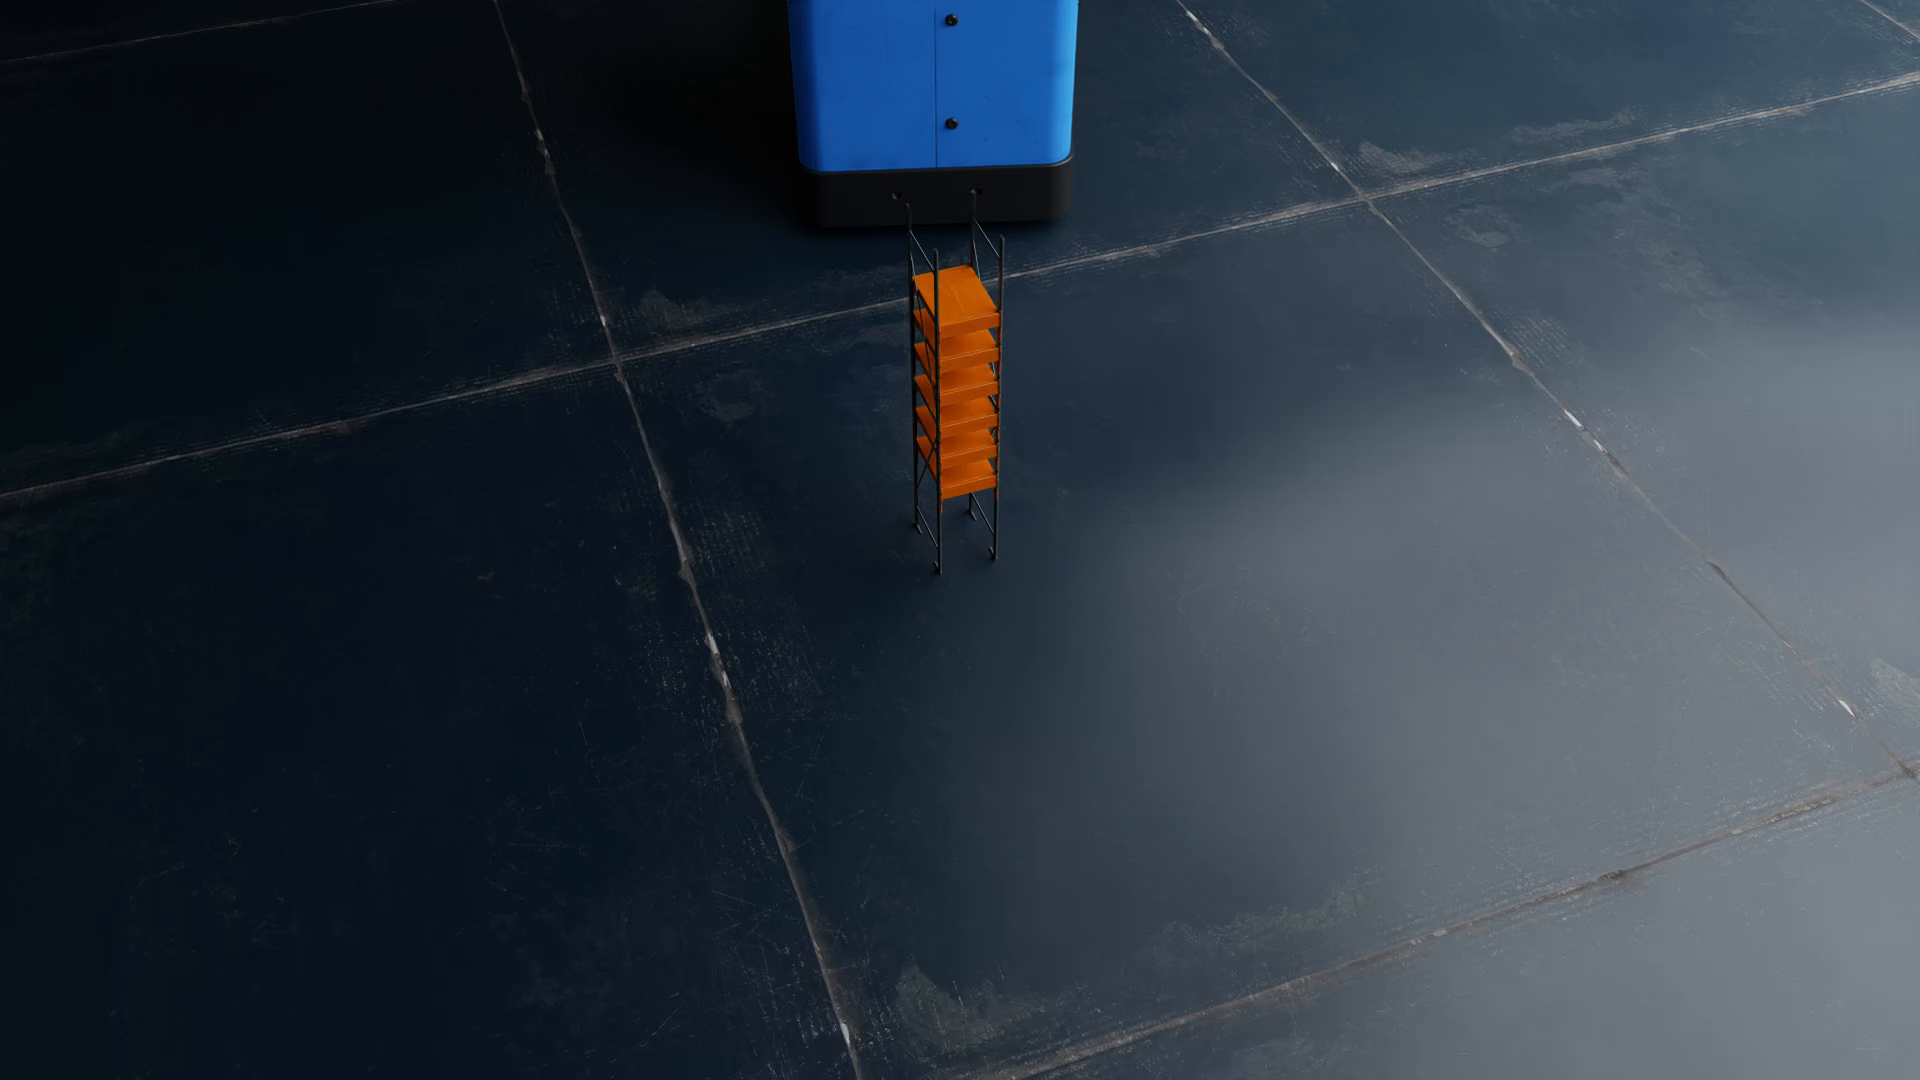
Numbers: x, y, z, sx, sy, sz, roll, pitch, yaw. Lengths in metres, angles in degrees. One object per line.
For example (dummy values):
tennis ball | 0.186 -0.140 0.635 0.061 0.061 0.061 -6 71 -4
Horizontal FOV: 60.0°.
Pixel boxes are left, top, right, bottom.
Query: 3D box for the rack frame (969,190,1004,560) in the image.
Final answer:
rack frame | 0.072 -0.442 4.843 0.006 1.200 0.240 -14 47 -14

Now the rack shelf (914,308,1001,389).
rack shelf | -0.014 -0.558 4.683 0.180 0.103 0.258 -14 47 -14

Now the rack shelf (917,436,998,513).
rack shelf | -0.014 -0.219 5.023 0.180 0.103 0.258 -14 47 -14

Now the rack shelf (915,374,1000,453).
rack shelf | -0.014 -0.389 4.853 0.180 0.103 0.258 -14 47 -14

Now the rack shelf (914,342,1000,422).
rack shelf | -0.014 -0.473 4.768 0.180 0.103 0.258 -14 47 -14

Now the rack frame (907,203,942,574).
rack frame | -0.100 -0.398 4.800 0.006 1.200 0.240 -14 47 -14

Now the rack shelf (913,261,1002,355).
rack shelf | -0.014 -0.643 4.598 0.180 0.103 0.258 -14 47 -14

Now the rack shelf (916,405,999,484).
rack shelf | -0.014 -0.304 4.938 0.180 0.103 0.258 -14 47 -14

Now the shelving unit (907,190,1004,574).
shelving unit | -0.014 -0.420 4.822 0.189 1.200 0.258 -14 47 -14

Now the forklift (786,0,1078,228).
forklift | -0.182 -3.260 6.430 1.130 2.935 3.031 -3 45 -3
